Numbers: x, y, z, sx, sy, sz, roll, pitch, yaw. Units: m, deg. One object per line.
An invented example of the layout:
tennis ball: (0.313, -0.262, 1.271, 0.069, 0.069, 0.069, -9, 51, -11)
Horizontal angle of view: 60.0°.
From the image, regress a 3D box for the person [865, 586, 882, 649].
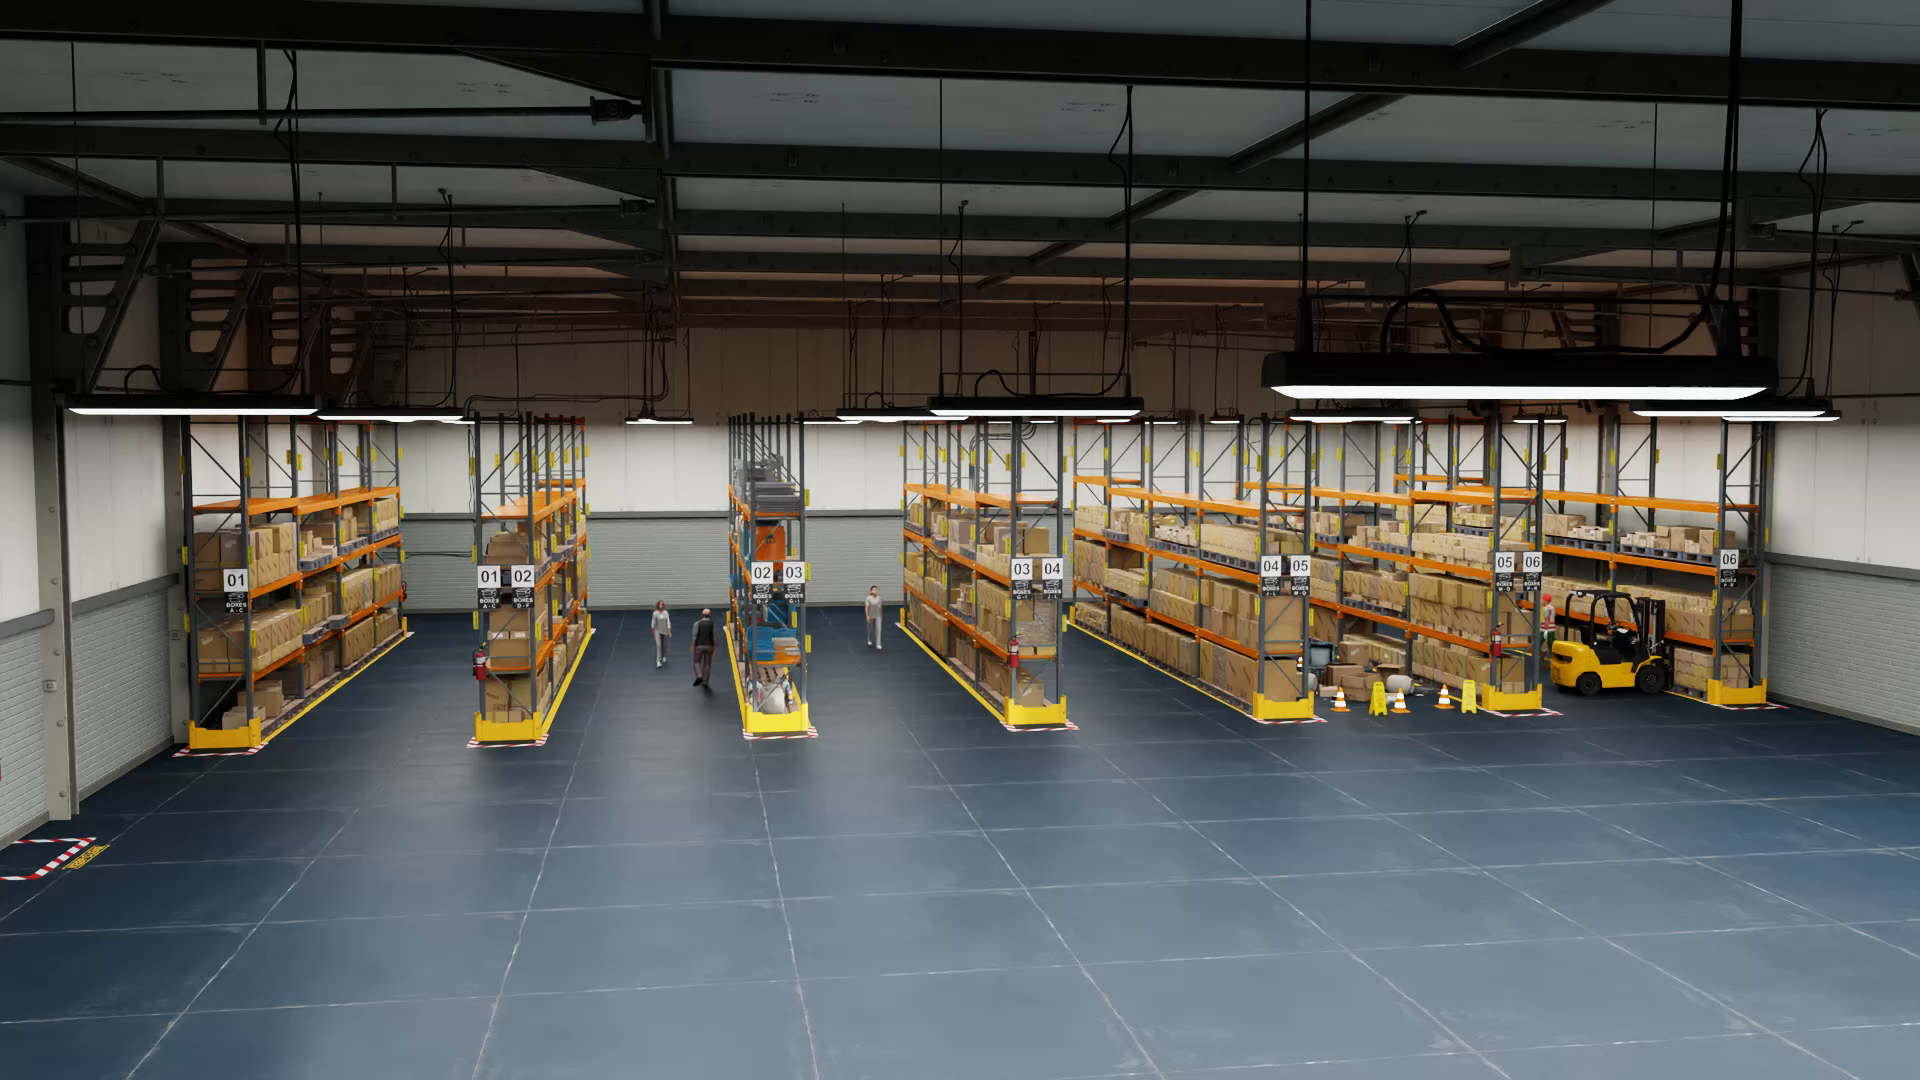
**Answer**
person: (-2.221, 1.988, 42.923, 0.470, 1.611, 1.082, -1, 4, -12)

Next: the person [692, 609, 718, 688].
person: (-5.599, 2.373, 36.497, 0.565, 1.719, 0.460, -1, 4, -10)

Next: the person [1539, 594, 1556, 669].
person: (13.860, 2.181, 39.127, 0.515, 1.807, 0.543, -2, 4, -22)

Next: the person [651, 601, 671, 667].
person: (-7.162, 2.223, 39.847, 0.462, 1.531, 0.972, -1, 4, -12)
